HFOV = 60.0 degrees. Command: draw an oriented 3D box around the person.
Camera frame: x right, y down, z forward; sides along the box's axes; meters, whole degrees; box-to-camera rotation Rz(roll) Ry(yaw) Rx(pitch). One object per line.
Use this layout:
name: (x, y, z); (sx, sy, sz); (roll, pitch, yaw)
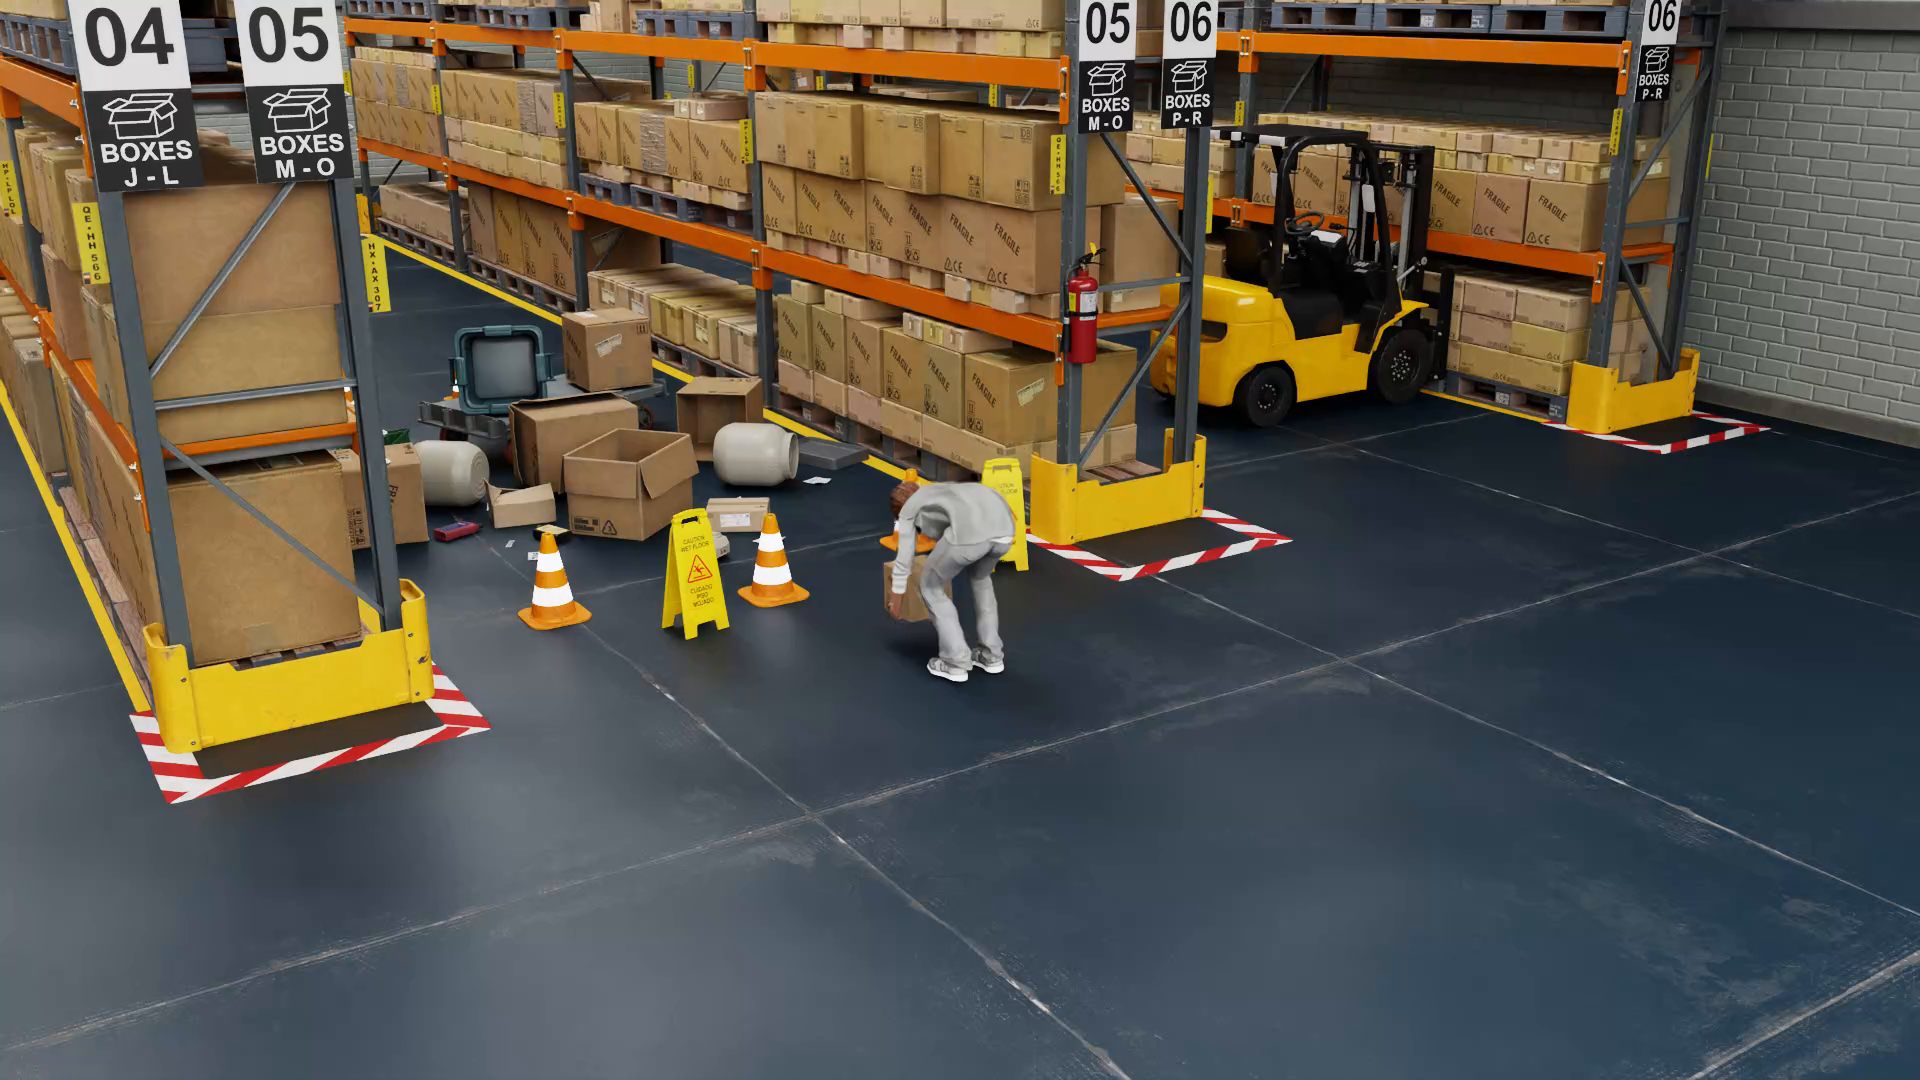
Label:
person: (-0.072, 0.147, 8.144); (0.409, 0.959, 0.868); (-13, 22, -34)
